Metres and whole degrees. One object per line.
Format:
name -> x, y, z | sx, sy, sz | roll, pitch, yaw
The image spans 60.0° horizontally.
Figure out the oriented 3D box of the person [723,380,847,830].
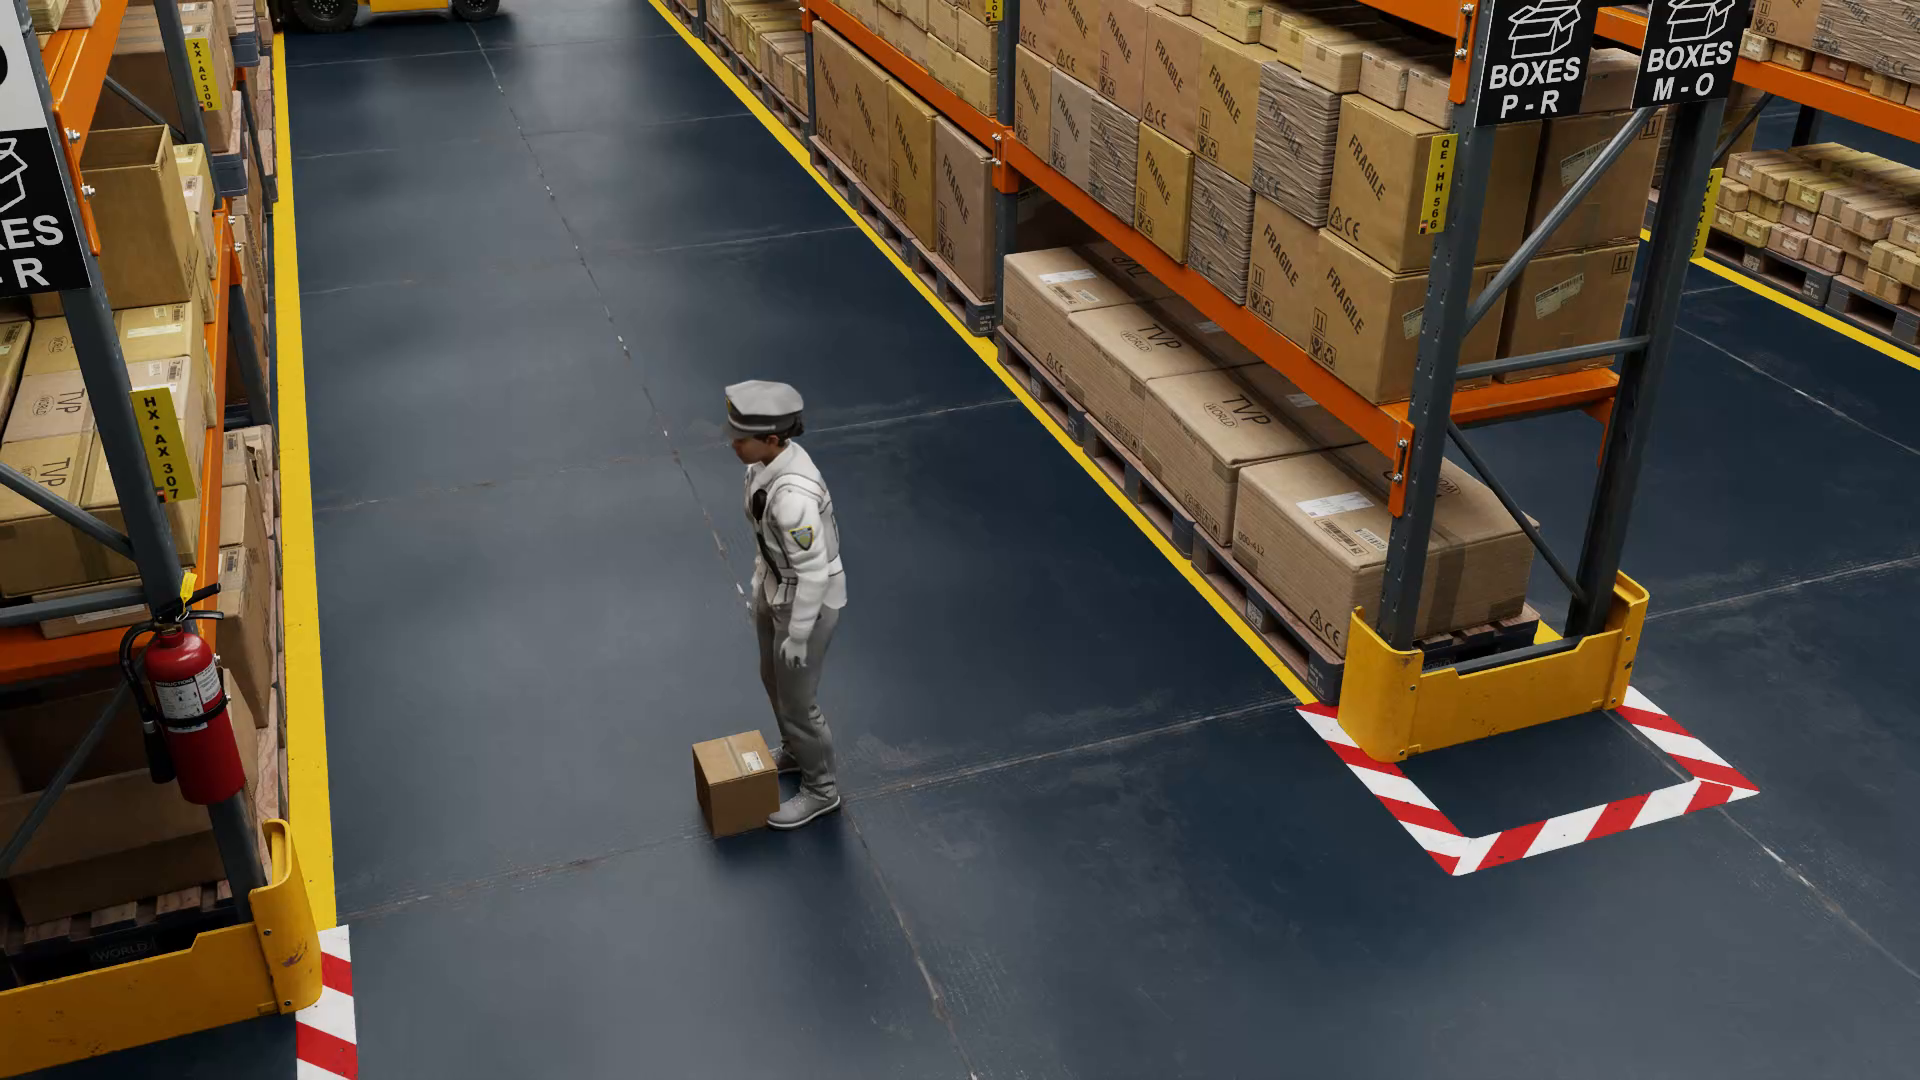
person -> -0.589, 0.223, 5.739 | 0.372, 1.664, 0.528 | -10, 32, -17
